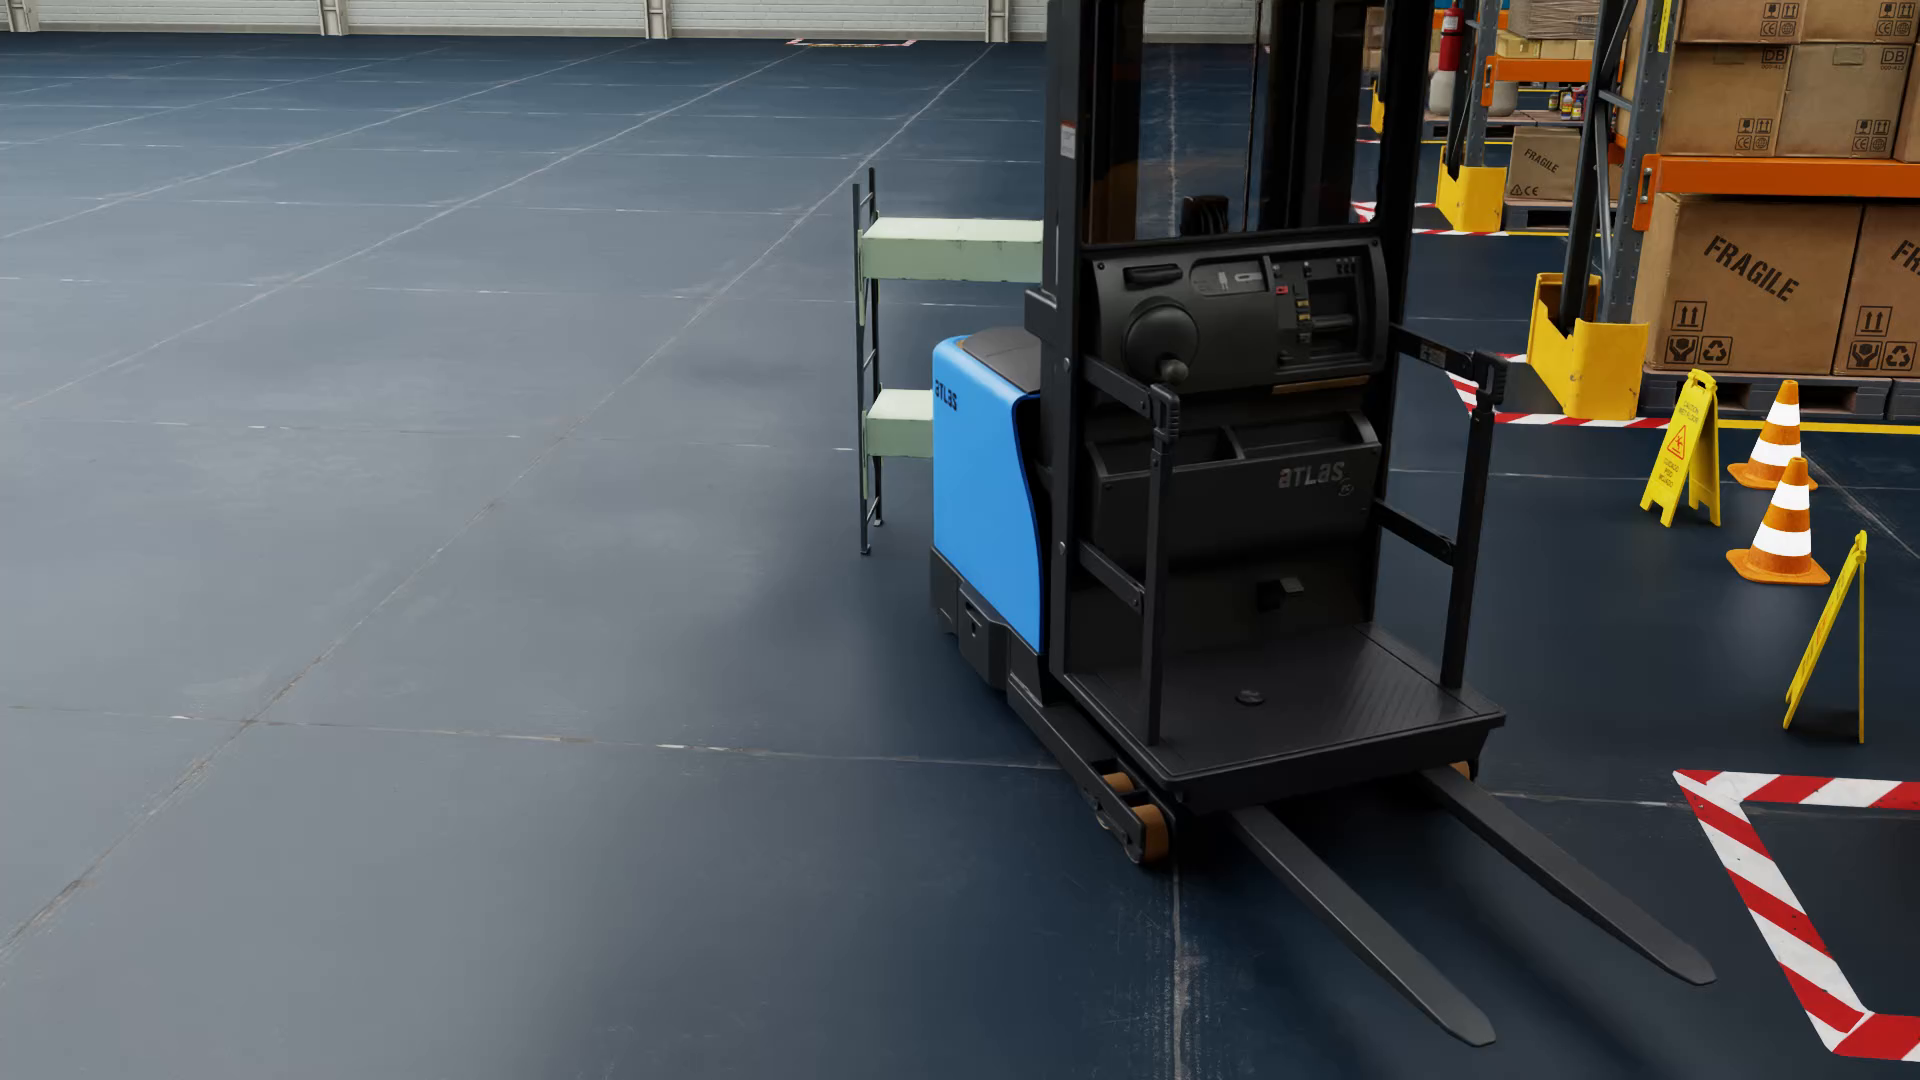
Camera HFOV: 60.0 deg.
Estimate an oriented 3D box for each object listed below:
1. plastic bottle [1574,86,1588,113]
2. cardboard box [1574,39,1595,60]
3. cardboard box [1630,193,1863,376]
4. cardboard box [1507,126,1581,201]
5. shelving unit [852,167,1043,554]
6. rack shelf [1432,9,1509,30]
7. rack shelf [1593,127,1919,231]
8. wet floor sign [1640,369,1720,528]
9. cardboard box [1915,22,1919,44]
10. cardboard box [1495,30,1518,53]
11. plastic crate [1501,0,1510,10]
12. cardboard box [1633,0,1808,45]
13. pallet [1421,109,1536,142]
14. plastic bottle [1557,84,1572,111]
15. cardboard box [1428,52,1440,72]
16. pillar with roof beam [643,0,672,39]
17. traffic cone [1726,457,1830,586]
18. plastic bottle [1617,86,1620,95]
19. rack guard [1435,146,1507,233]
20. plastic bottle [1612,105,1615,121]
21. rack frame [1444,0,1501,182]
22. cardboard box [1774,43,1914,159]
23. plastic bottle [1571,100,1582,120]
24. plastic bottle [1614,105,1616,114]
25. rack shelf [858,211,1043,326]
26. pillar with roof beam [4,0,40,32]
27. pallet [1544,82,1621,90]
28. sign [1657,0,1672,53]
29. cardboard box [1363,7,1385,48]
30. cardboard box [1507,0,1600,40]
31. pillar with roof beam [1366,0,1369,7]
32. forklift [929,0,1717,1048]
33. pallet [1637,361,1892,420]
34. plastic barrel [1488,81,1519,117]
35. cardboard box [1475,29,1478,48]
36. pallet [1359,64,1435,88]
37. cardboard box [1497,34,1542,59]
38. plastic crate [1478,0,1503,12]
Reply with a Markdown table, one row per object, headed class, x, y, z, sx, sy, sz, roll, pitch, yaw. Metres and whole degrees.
| class | x | y | z | sx | sy | sz | roll | pitch | yaw |
| --- | --- | --- | --- | --- | --- | --- | --- | --- | --- |
| plastic bottle | 6.754 | -4.797 | 18.089 | 0.133 | 0.283 | 0.061 | 2 | 22 | 6 |
| cardboard box | 4.808 | -3.776 | 12.752 | 0.250 | 0.149 | 0.380 | 2 | 22 | 6 |
| cardboard box | 4.058 | -1.422 | 8.774 | 0.875 | 0.875 | 0.875 | 3 | 22 | 7 |
| cardboard box | 4.679 | -3.026 | 13.342 | 0.500 | 0.500 | 0.500 | 7 | 23 | 16 |
| shelving unit | -0.007 | -0.698 | 6.665 | 0.755 | 1.500 | 0.431 | 2 | 22 | 6 |
| rack shelf | 6.630 | -5.413 | 17.531 | 4.000 | 0.370 | 1.077 | 2 | 22 | 6 |
| rack shelf | 5.363 | -1.798 | 8.387 | 4.000 | 0.370 | 1.077 | 2 | 22 | 6 |
| wet floor sign | 3.115 | -0.403 | 7.082 | 0.232 | 0.644 | 0.267 | -1 | 22 | -3 |
| cardboard box | 4.838 | -2.697 | 8.010 | 0.550 | 0.550 | 0.875 | 2 | 22 | 6 |
| cardboard box | 4.368 | -3.972 | 13.249 | 0.250 | 0.149 | 0.380 | 2 | 22 | 6 |
| plastic crate | 5.820 | -5.823 | 17.790 | 0.408 | 0.251 | 0.499 | 2 | 22 | 6 |
| cardboard box | 3.741 | -2.761 | 8.172 | 0.550 | 0.550 | 0.875 | 2 | 22 | 6 |
| pallet | 5.531 | -4.514 | 18.072 | 1.213 | 0.211 | 1.003 | 2 | 22 | 6 |
| plastic bottle | 6.637 | -4.858 | 18.244 | 0.133 | 0.283 | 0.061 | 3 | 22 | 8 |
| cardboard box | 6.234 | -6.435 | 22.305 | 0.500 | 0.250 | 0.500 | 2 | 22 | 6 |
| pillar with roof beam | -5.816 | -11.474 | 23.724 | 0.400 | 9.000 | 9.100 | 2 | 22 | 6 |
| traffic cone | 3.267 | -0.101 | 6.565 | 0.334 | 0.463 | 0.336 | 2 | 22 | 6 |
| plastic bottle | 7.254 | -4.847 | 18.125 | 0.185 | 0.351 | 0.144 | 2 | 22 | 6 |
| rack guard | 4.136 | -2.860 | 13.495 | 0.348 | 0.500 | 1.175 | 2 | 22 | 6 |
| plastic bottle | 6.847 | -4.559 | 17.504 | 0.097 | 0.271 | 0.097 | 0 | 22 | 0 |
| rack frame | 4.061 | -4.026 | 13.044 | 0.127 | 3.000 | 1.000 | 2 | 22 | 6 |
| cardboard box | 4.300 | -2.274 | 8.408 | 0.550 | 0.550 | 0.875 | 2 | 22 | 6 |
| plastic bottle | 6.511 | -4.541 | 17.554 | 0.097 | 0.201 | 0.097 | 0 | 22 | 0 |
| plastic bottle | 7.098 | -4.740 | 18.056 | 0.097 | 0.201 | 0.097 | 0 | 22 | 0 |
| rack shelf | -0.007 | -1.061 | 6.521 | 0.720 | 0.370 | 0.431 | 2 | 22 | 6 |
| pillar with roof beam | -17.733 | -11.994 | 25.037 | 0.400 | 9.000 | 9.100 | 2 | 22 | 6 |
| pallet | 8.418 | -6.223 | 22.392 | 1.213 | 0.211 | 1.003 | 2 | 22 | 6 |
| sign | 3.306 | -2.457 | 7.789 | 0.005 | 0.325 | 0.100 | 2 | 22 | 6 |
| cardboard box | 5.798 | -6.994 | 22.698 | 0.500 | 0.500 | 0.500 | 2 | 22 | 6 |
| cardboard box | 4.604 | -4.177 | 12.885 | 0.500 | 0.500 | 0.875 | 2 | 22 | 6 |
| pillar with roof beam | 6.100 | -10.955 | 22.410 | 0.400 | 9.000 | 9.100 | 2 | 22 | 6 |
| forklift | 0.885 | -0.630 | 4.547 | 1.130 | 2.935 | 3.031 | -8 | 23 | -19 |
| pallet | 4.180 | -0.917 | 8.972 | 1.213 | 0.211 | 1.003 | 2 | 22 | 6 |
| plastic barrel | 5.804 | -4.850 | 17.942 | 0.421 | 0.512 | 0.421 | 0 | 22 | 0 |
| cardboard box | 6.732 | -6.766 | 22.122 | 0.500 | 0.500 | 0.500 | 2 | 22 | 6 |
| pallet | 5.995 | -6.328 | 22.659 | 1.213 | 0.211 | 1.003 | 2 | 22 | 6 |
| cardboard box | 4.316 | -3.810 | 12.838 | 0.250 | 0.149 | 0.380 | 2 | 22 | 6 |
| plastic crate | 5.495 | -5.556 | 17.271 | 0.250 | 0.136 | 0.298 | 2 | 22 | 6 |
